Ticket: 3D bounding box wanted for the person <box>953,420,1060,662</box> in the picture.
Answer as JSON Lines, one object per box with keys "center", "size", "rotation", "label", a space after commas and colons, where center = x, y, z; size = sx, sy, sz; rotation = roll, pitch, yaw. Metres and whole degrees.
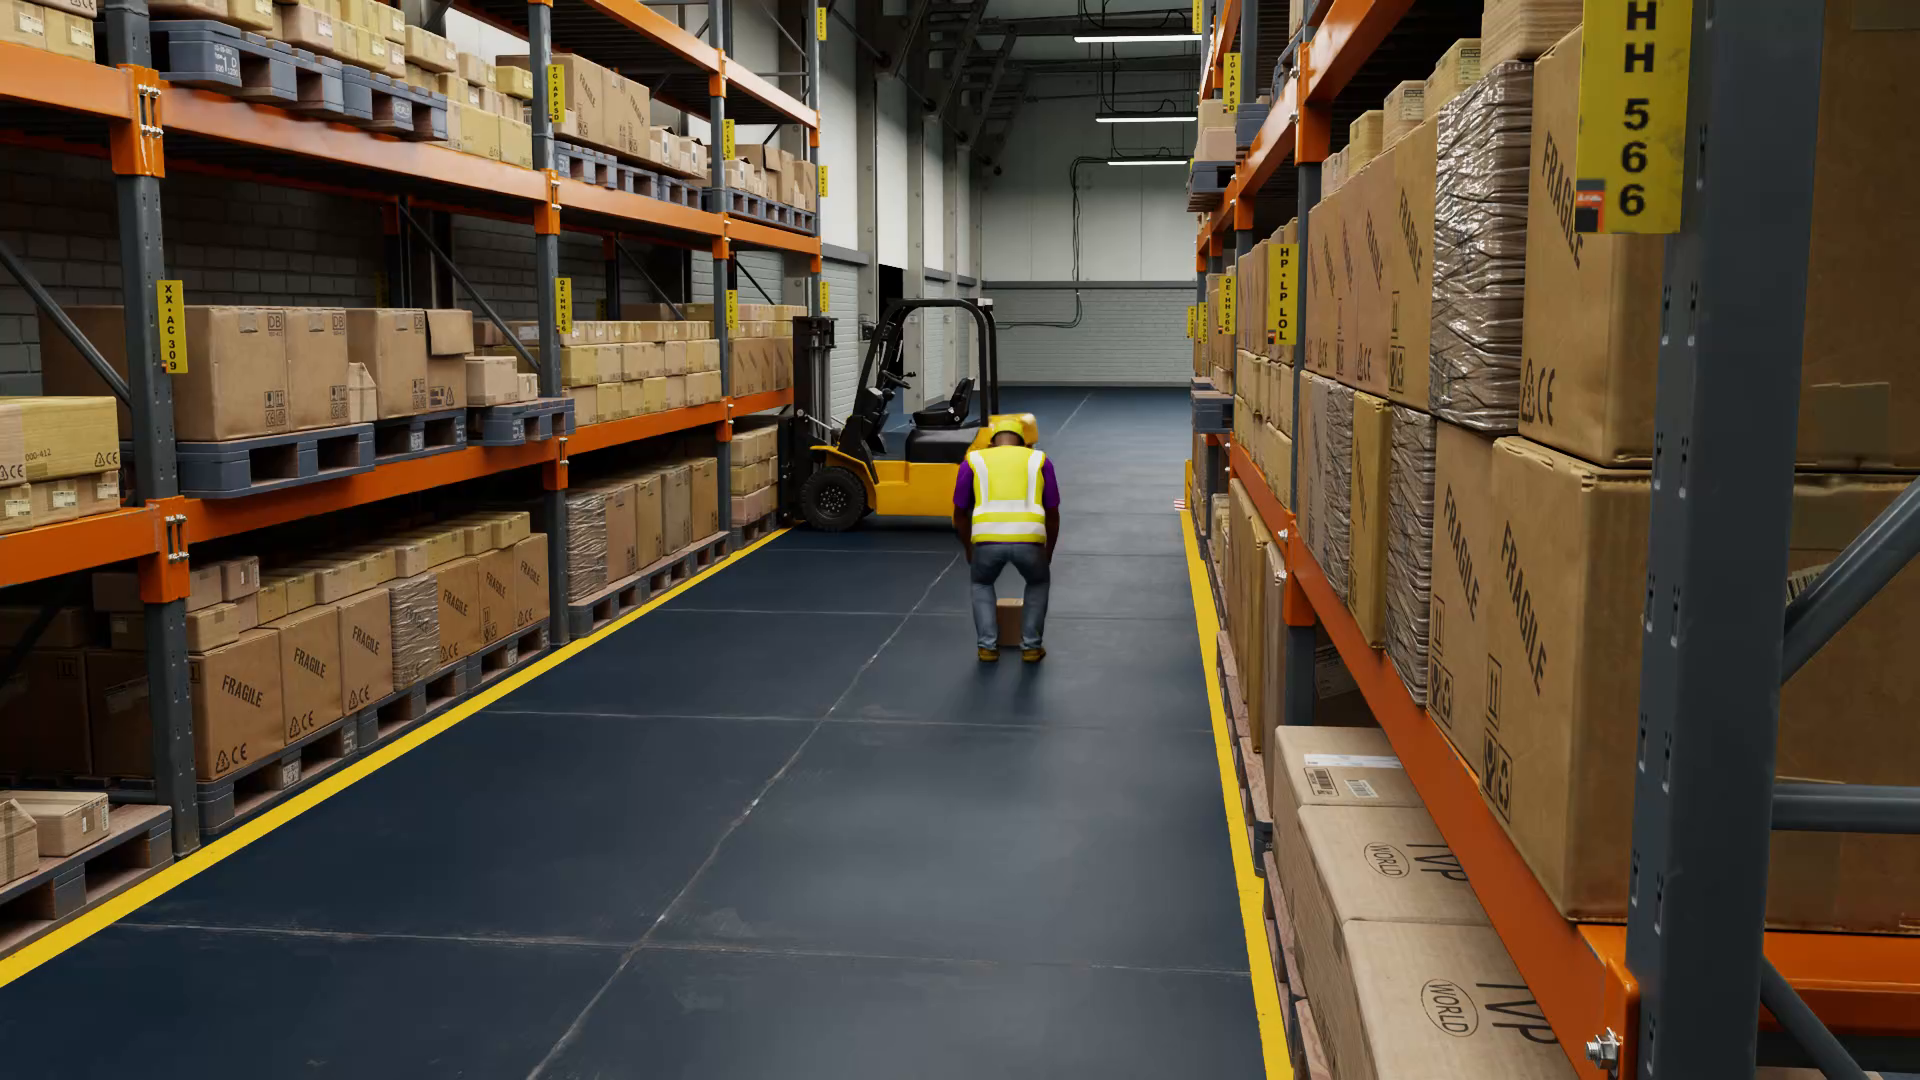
{"center": [0.261, 0.000, 9.705], "size": [0.631, 1.373, 0.779], "rotation": [1, 8, 6], "label": "person"}
